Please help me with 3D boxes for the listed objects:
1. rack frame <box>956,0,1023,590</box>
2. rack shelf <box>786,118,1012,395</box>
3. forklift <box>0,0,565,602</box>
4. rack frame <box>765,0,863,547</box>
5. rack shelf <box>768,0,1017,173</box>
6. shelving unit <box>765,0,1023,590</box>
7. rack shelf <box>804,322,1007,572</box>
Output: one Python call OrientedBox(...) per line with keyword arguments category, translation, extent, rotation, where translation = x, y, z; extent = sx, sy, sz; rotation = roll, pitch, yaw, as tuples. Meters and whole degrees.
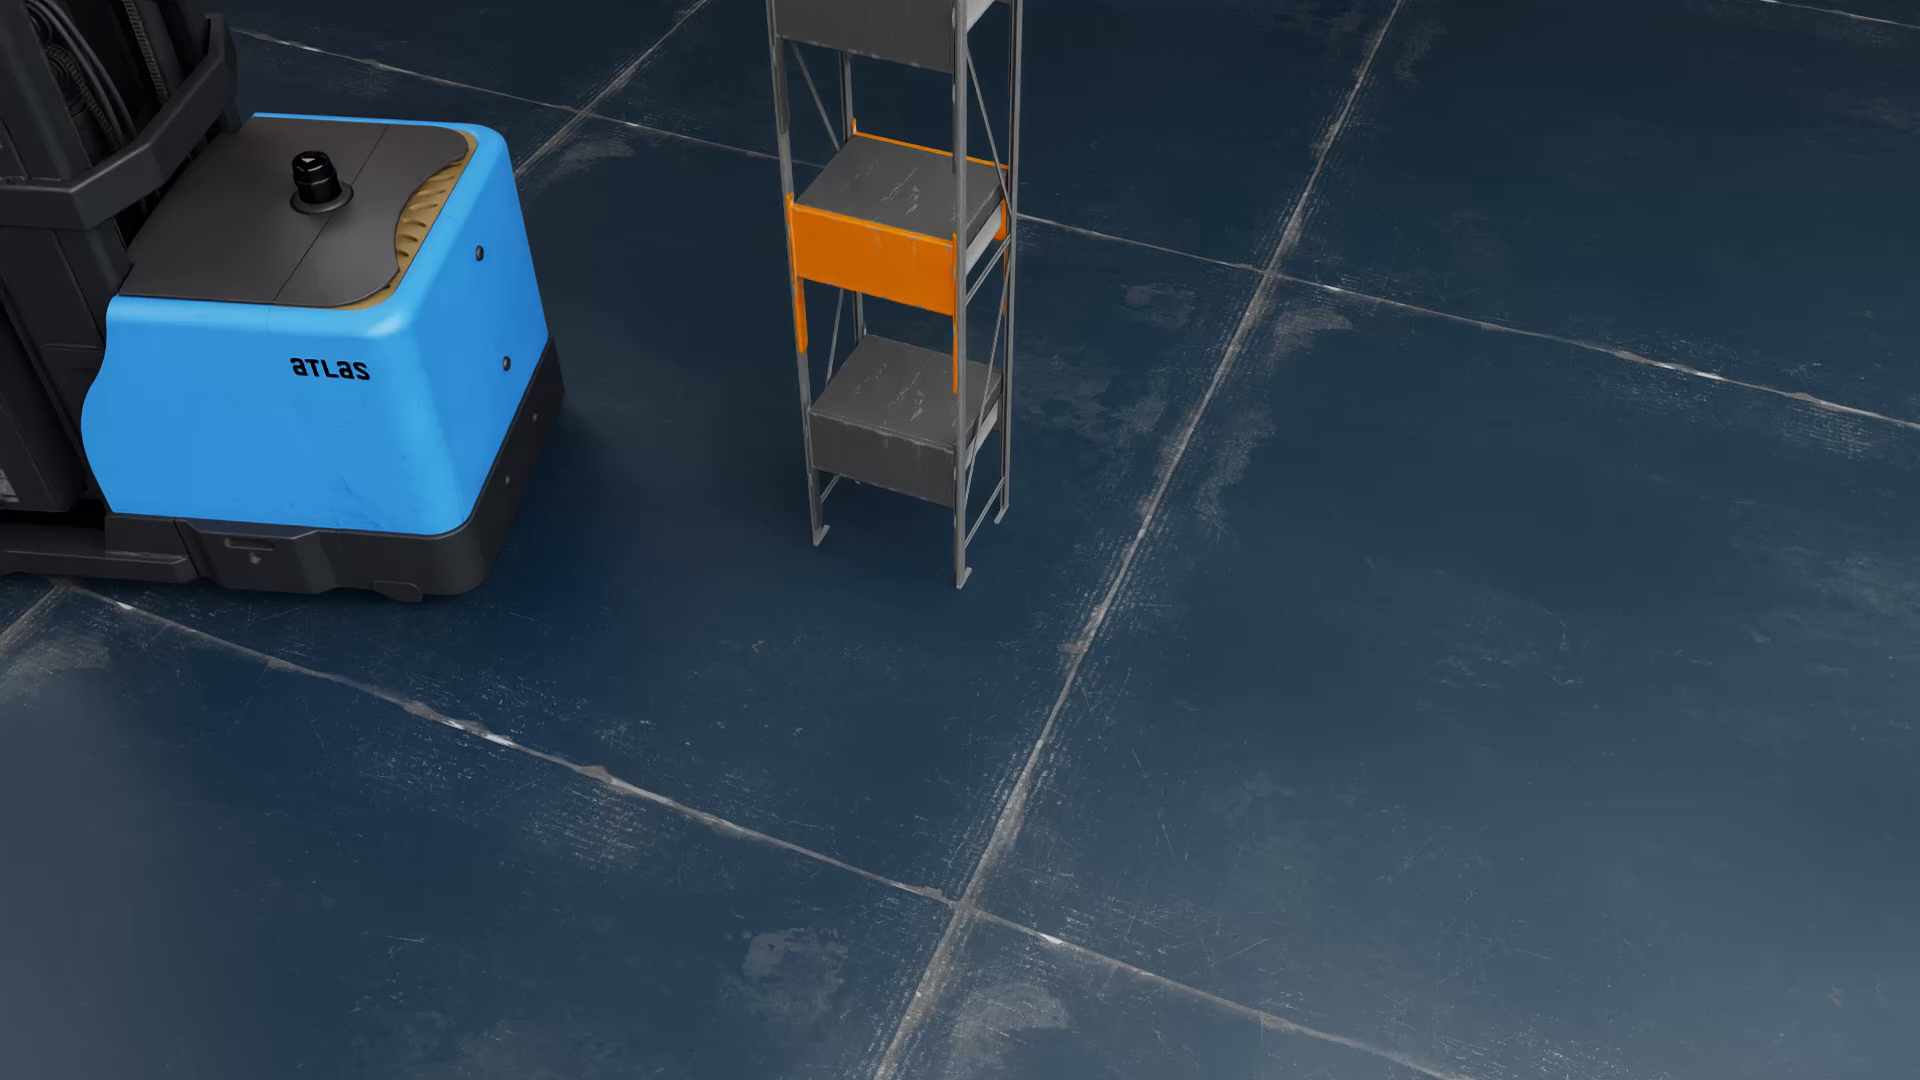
OrientedBox(category="rack frame", translation=(0.072, -0.723, 4.488), extent=(0.015, 2.100, 0.400), rotation=(16, 47, 16))
OrientedBox(category="rack shelf", translation=(-0.153, -0.780, 4.564), extent=(0.480, 0.518, 0.431), rotation=(16, 47, 16))
OrientedBox(category="forklift", translation=(-2.892, -1.290, 4.469), extent=(3.031, 2.935, 1.130), rotation=(4, 45, 4))
OrientedBox(category="rack frame", translation=(-0.378, -0.856, 4.621), extent=(0.015, 2.100, 0.400), rotation=(16, 47, 16))
OrientedBox(category="rack shelf", translation=(-0.153, -1.276, 4.070), extent=(0.480, 0.518, 0.431), rotation=(16, 47, 16))
OrientedBox(category="shelving unit", translation=(-0.153, -0.789, 4.555), extent=(0.503, 2.100, 0.431), rotation=(16, 47, 16))
OrientedBox(category="rack shelf", translation=(-0.153, -0.283, 5.058), extent=(0.480, 0.518, 0.431), rotation=(16, 47, 16))
